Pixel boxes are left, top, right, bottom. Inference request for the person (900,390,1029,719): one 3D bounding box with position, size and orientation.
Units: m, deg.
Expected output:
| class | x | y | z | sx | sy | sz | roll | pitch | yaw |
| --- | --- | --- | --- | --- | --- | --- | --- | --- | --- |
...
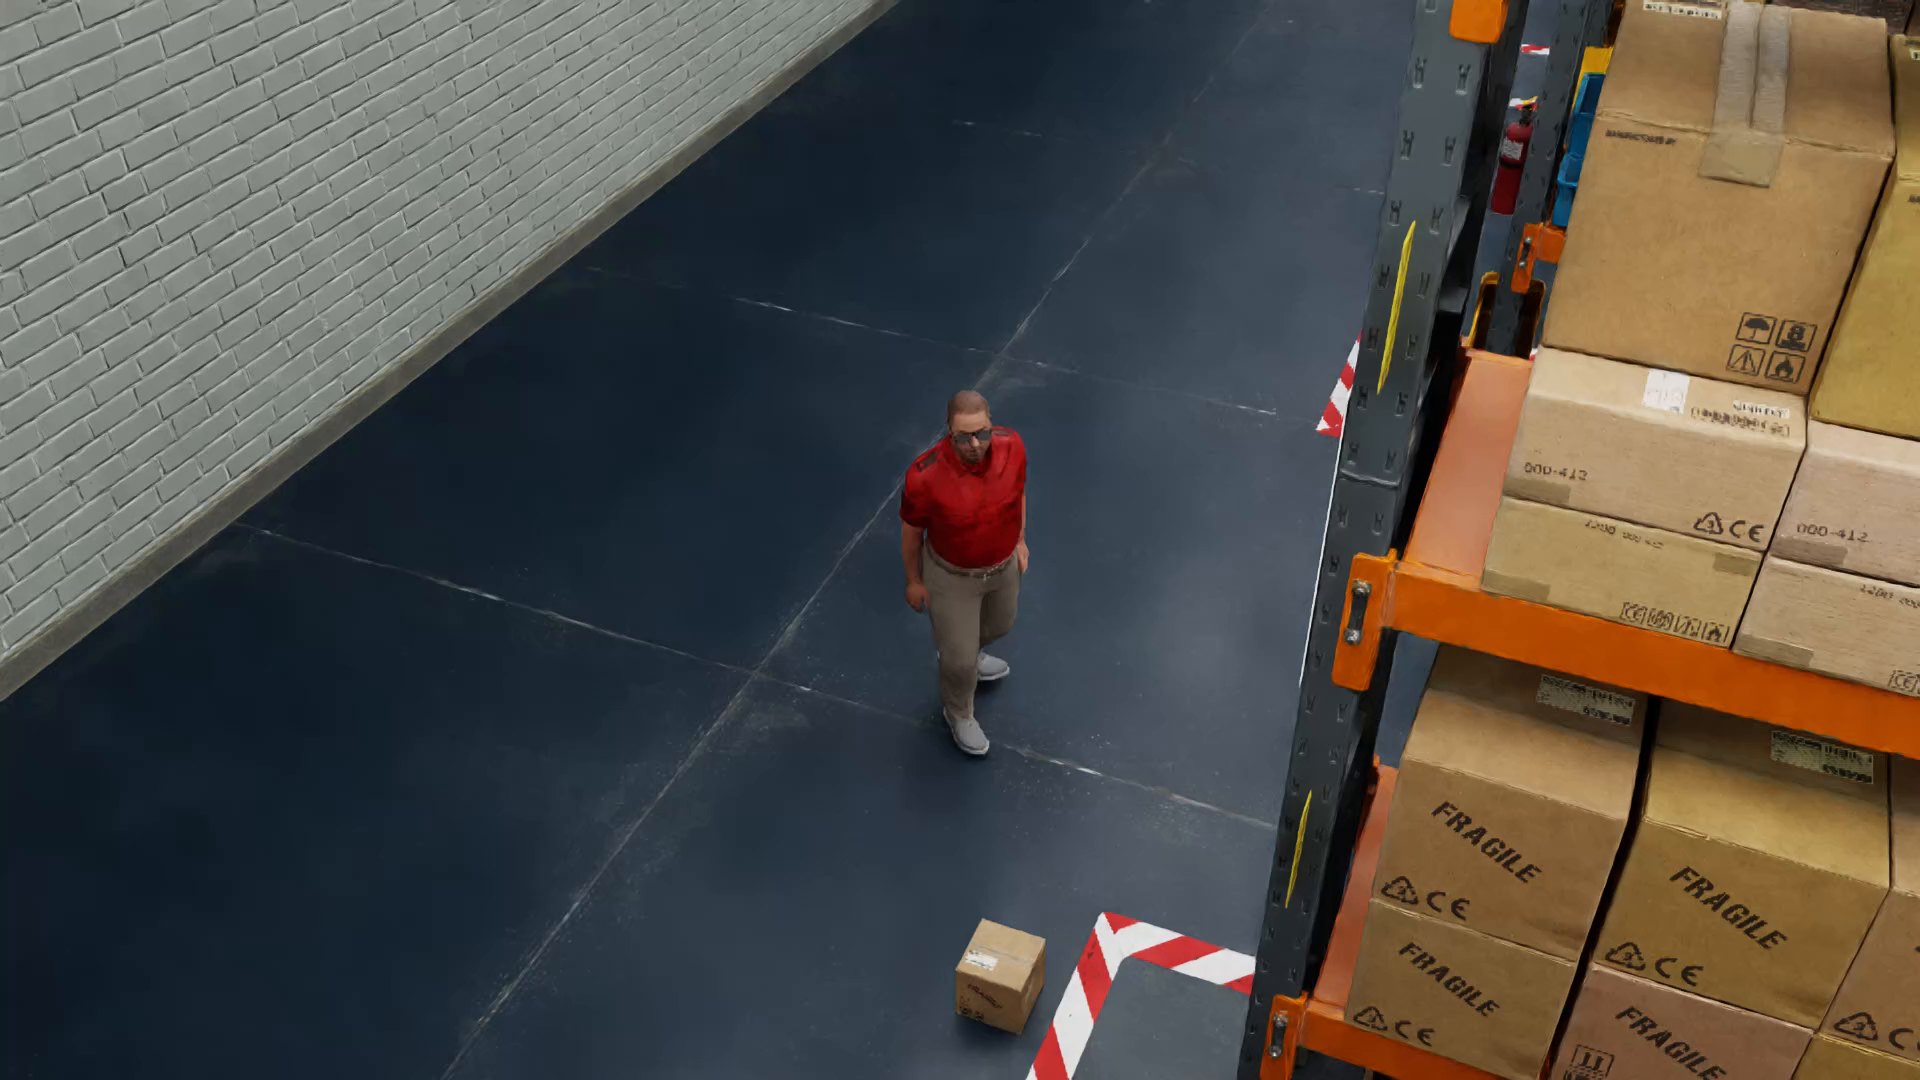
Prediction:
| class | x | y | z | sx | sy | sz | roll | pitch | yaw |
| --- | --- | --- | --- | --- | --- | --- | --- | --- | --- |
| person | 0.003 | 0.039 | 6.727 | 0.574 | 1.644 | 0.540 | -22 | 42 | -26 |
